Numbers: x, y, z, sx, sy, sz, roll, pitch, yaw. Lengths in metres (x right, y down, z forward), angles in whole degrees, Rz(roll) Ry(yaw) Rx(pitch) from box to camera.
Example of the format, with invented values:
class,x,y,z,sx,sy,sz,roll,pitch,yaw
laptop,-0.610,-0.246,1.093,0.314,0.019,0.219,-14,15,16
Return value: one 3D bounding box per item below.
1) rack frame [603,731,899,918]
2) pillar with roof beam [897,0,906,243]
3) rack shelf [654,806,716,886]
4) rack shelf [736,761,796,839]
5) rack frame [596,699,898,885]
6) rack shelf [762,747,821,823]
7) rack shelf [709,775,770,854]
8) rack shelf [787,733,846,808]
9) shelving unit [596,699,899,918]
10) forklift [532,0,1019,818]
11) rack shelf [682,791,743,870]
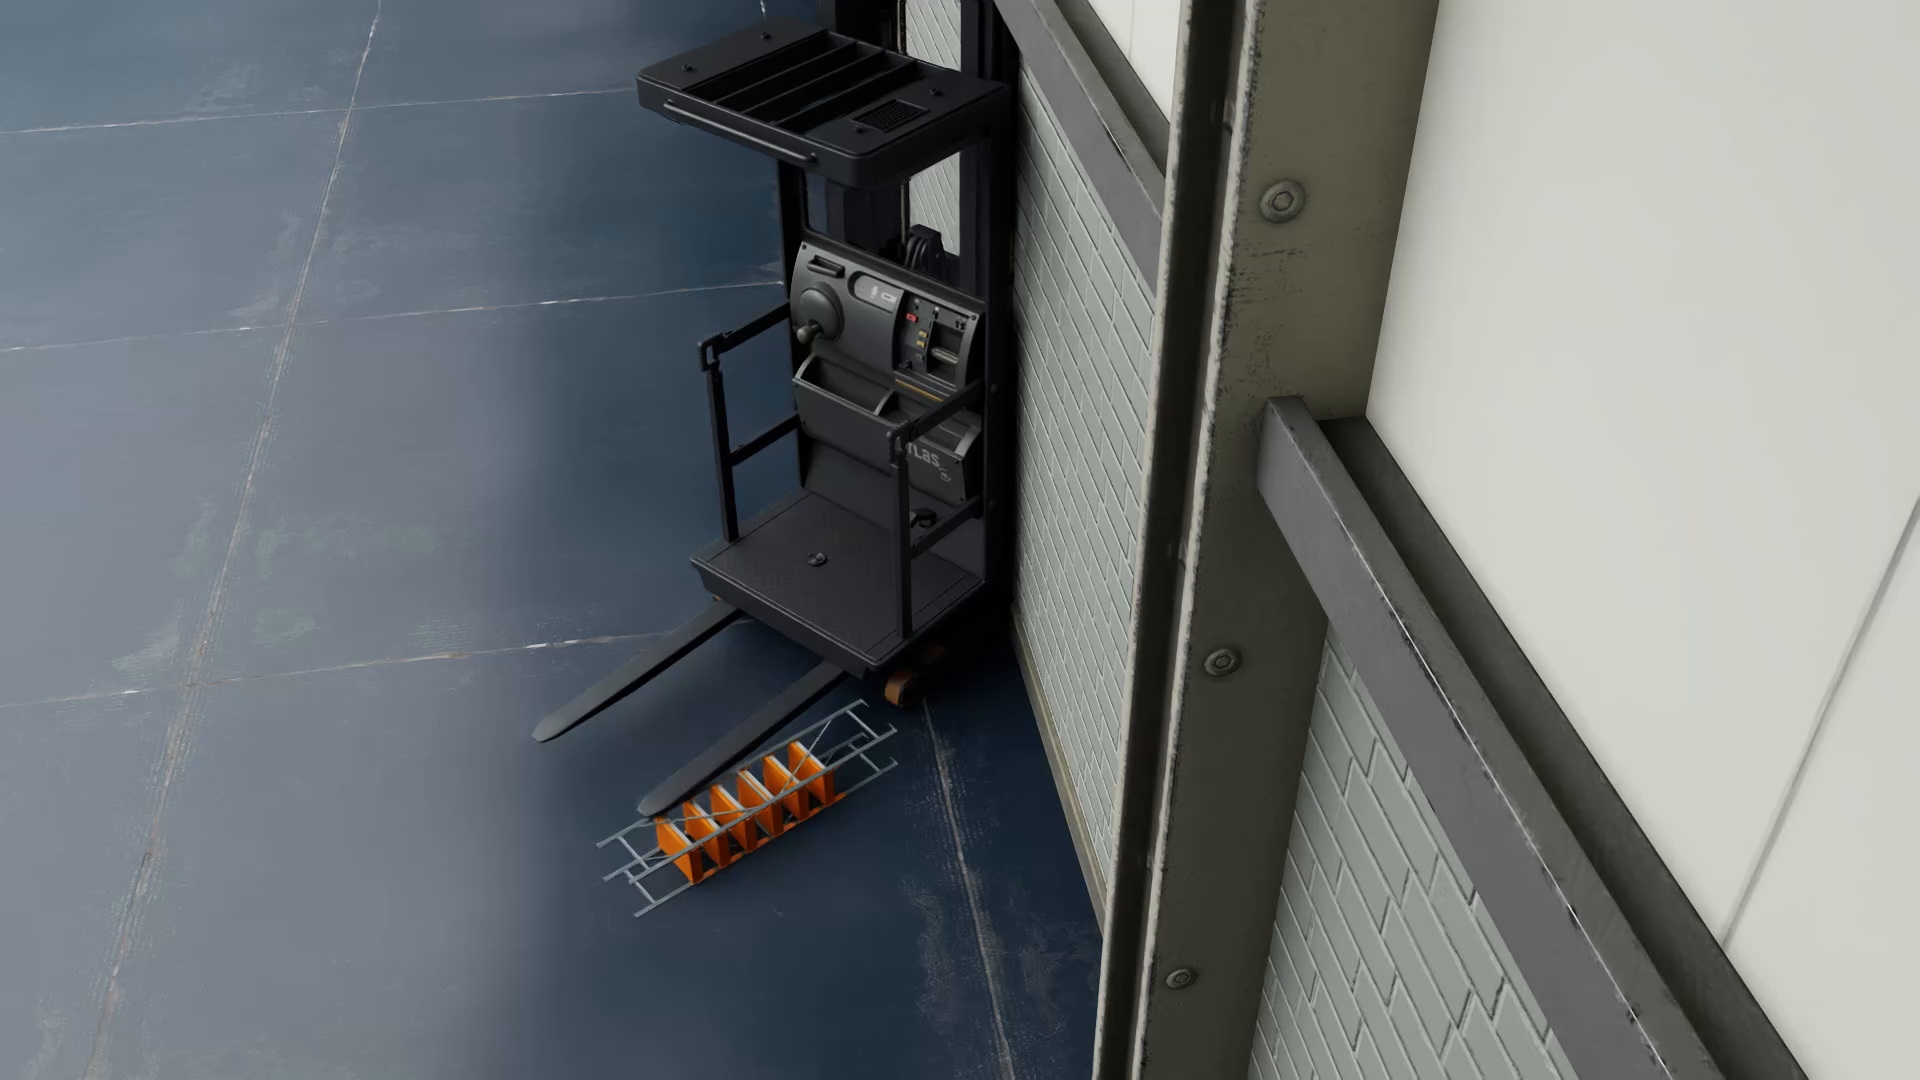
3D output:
class,x,y,z,sx,sy,sz,roll,pitch,yaw
rack frame,-0.779,1.070,6.364,1.200,0.006,0.240,-27,45,-30
pillar with roof beam,-4.713,-4.653,6.404,9.100,9.000,0.400,-6,38,-8
rack shelf,-1.021,1.122,6.149,0.103,0.180,0.258,-27,45,-30
rack shelf,-0.745,0.980,6.331,0.103,0.180,0.258,-27,45,-30
rack frame,-0.779,0.925,6.252,1.200,0.006,0.240,-27,45,-30
rack shelf,-0.652,0.933,6.391,0.103,0.180,0.258,-27,45,-30
rack shelf,-0.837,1.027,6.270,0.103,0.180,0.258,-27,45,-30
rack shelf,-0.560,0.886,6.452,0.103,0.180,0.258,-27,45,-30
shelving unit,-0.779,0.998,6.308,1.200,0.189,0.258,-27,45,-30
forklift,-0.437,-0.813,6.408,1.130,2.935,3.031,27,45,30
rack shelf,-0.929,1.074,6.209,0.103,0.180,0.258,-27,45,-30
